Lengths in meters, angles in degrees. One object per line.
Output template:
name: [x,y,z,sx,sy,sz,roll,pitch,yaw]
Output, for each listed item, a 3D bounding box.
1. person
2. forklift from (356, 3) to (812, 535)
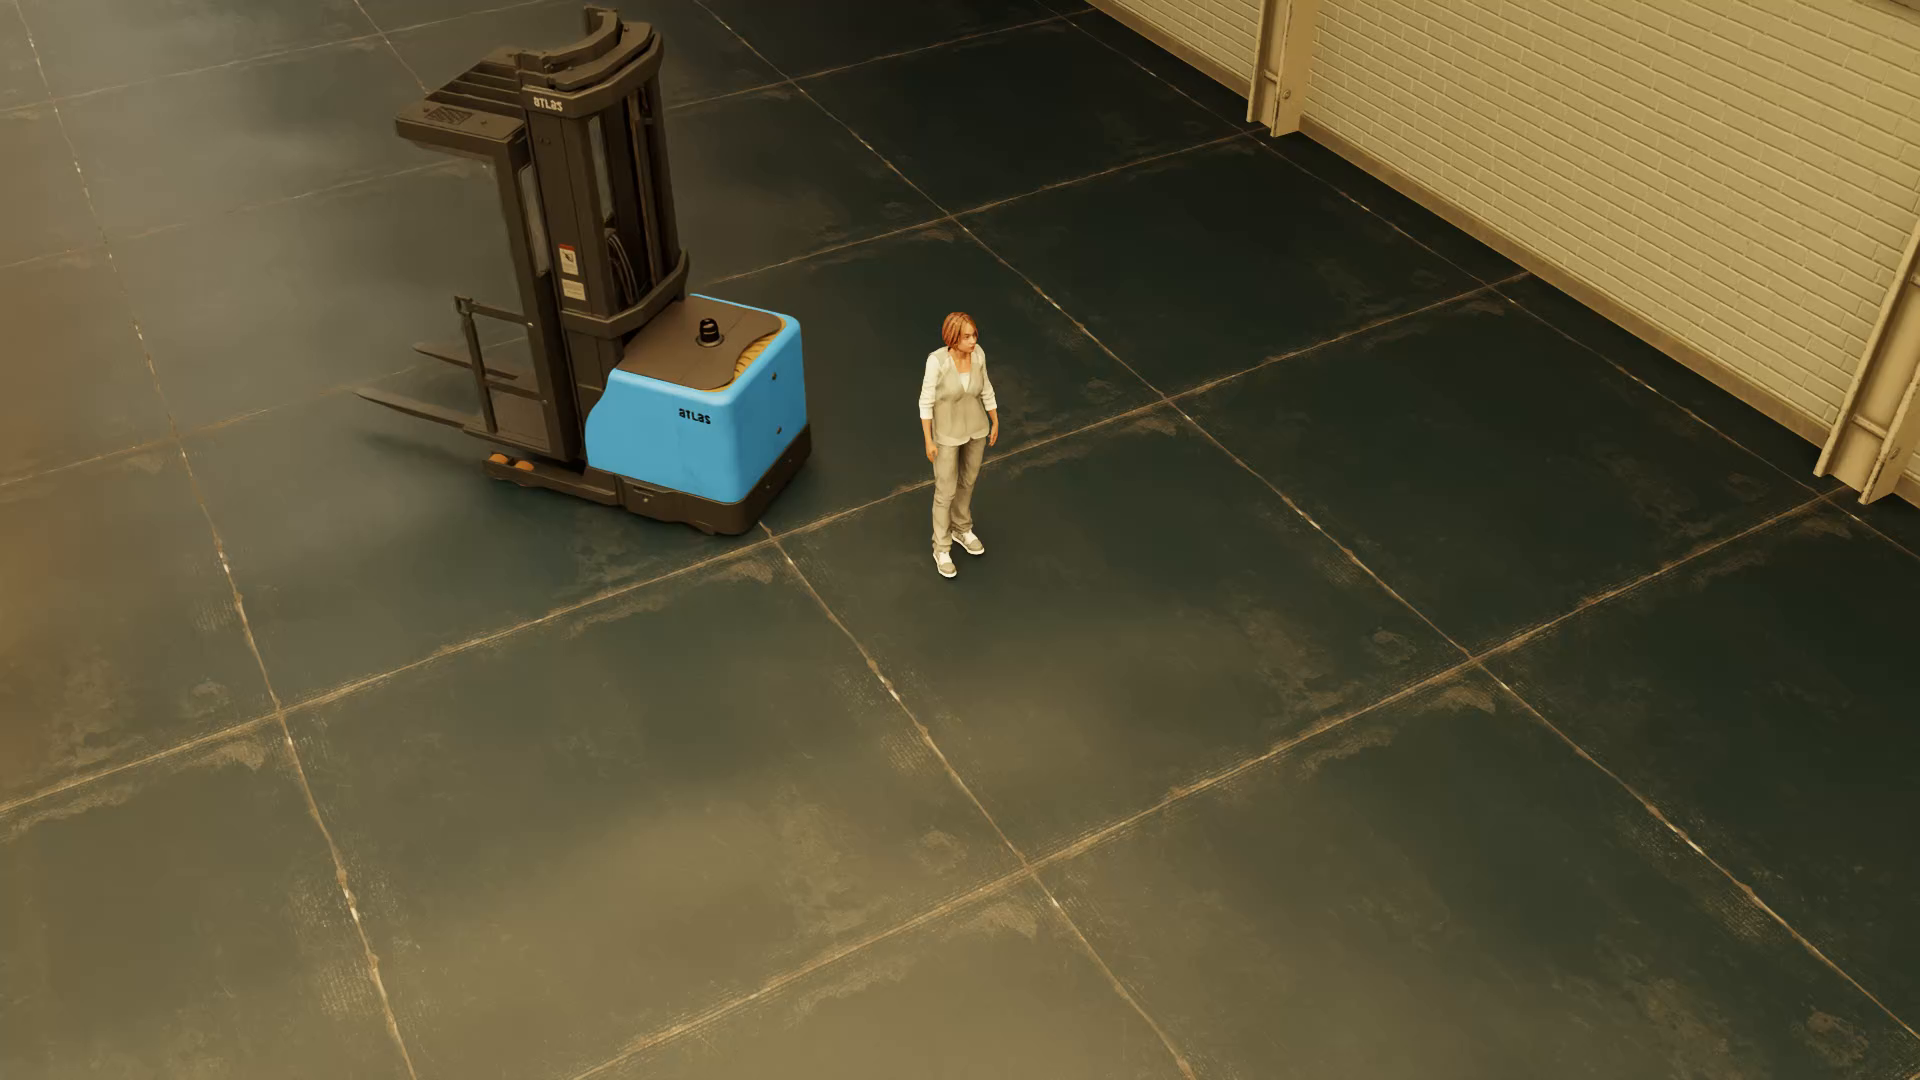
person: [0.026,-0.574,9.763,0.521,1.599,0.473,-20,44,-23]
forklift: [-2.541,-1.767,10.166,3.031,2.935,1.130,15,42,17]
